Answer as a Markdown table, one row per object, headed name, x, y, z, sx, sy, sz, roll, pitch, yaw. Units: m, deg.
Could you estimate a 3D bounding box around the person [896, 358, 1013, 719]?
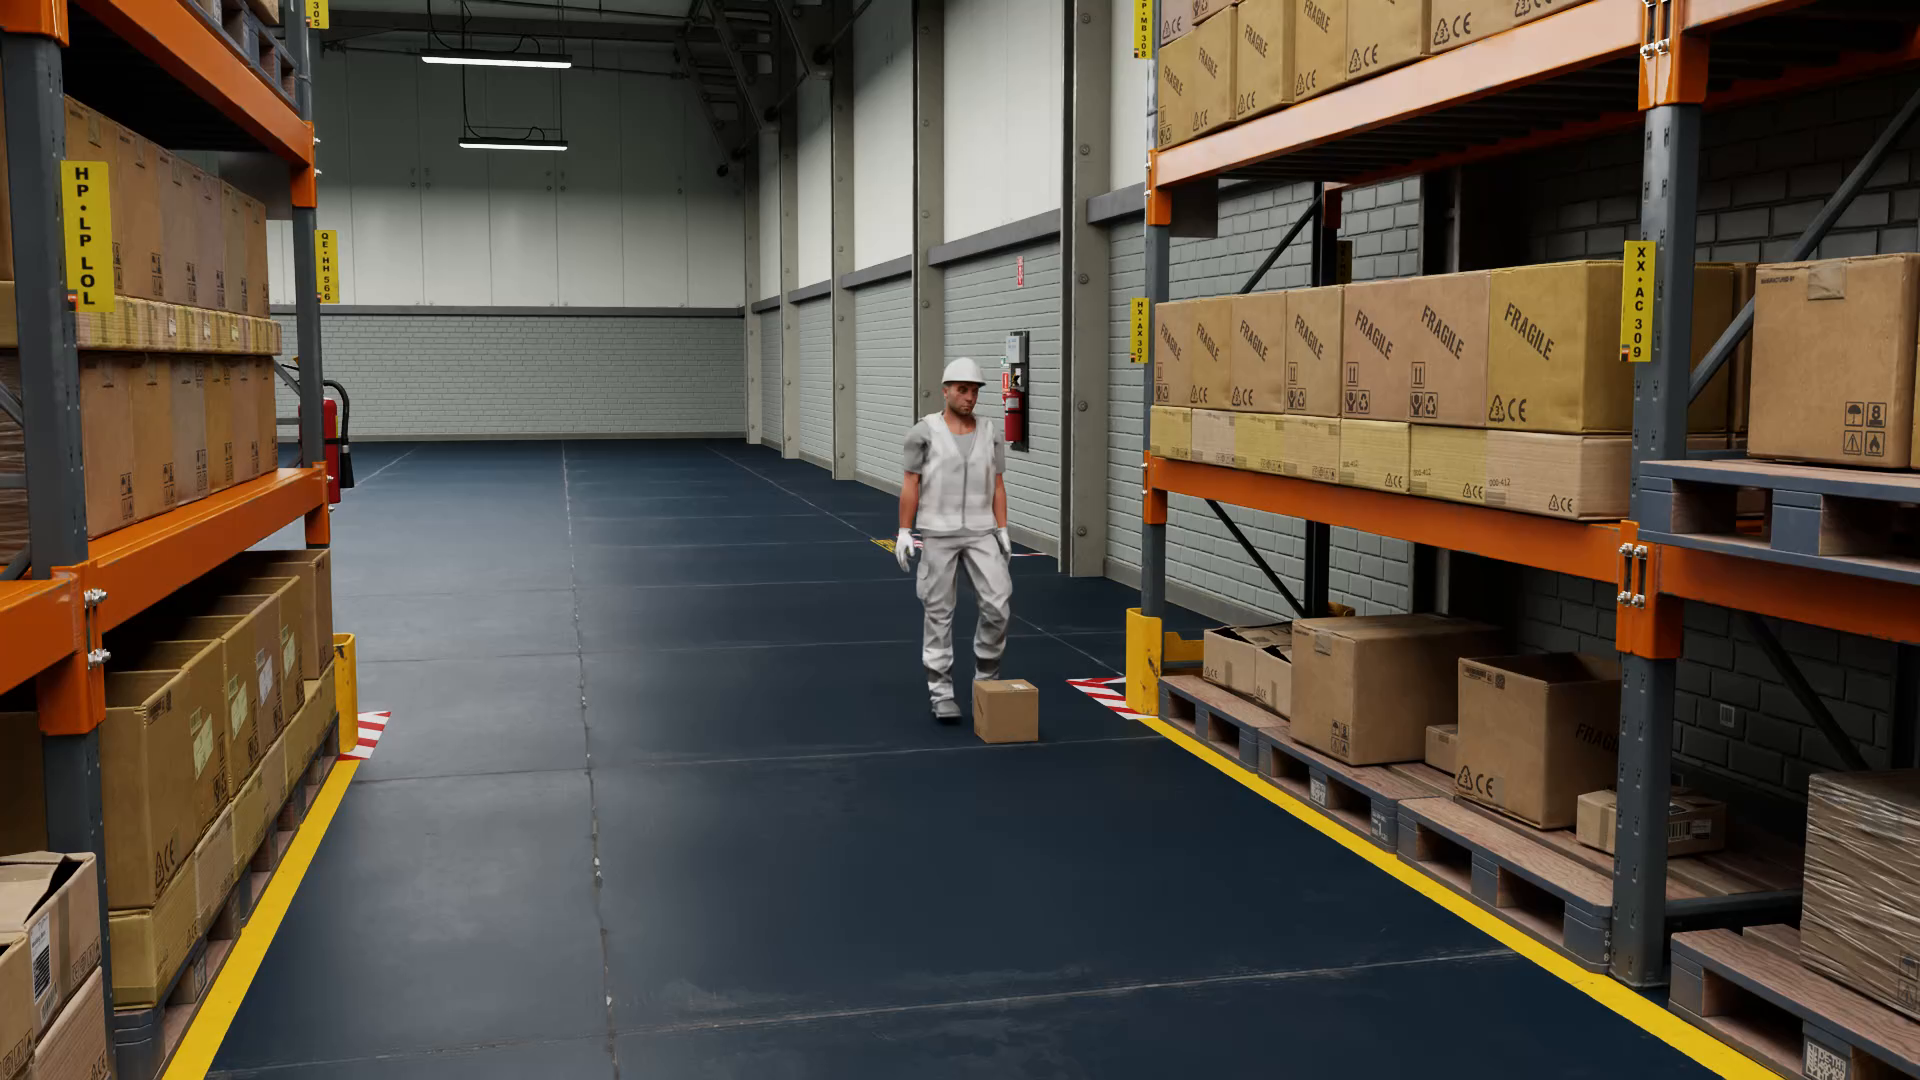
| name | x | y | z | sx | sy | sz | roll | pitch | yaw |
| --- | --- | --- | --- | --- | --- | --- | --- | --- | --- |
| person | -0.021 | 0.014 | 8.221 | 0.587 | 1.823 | 0.421 | -2 | 6 | -15 |
